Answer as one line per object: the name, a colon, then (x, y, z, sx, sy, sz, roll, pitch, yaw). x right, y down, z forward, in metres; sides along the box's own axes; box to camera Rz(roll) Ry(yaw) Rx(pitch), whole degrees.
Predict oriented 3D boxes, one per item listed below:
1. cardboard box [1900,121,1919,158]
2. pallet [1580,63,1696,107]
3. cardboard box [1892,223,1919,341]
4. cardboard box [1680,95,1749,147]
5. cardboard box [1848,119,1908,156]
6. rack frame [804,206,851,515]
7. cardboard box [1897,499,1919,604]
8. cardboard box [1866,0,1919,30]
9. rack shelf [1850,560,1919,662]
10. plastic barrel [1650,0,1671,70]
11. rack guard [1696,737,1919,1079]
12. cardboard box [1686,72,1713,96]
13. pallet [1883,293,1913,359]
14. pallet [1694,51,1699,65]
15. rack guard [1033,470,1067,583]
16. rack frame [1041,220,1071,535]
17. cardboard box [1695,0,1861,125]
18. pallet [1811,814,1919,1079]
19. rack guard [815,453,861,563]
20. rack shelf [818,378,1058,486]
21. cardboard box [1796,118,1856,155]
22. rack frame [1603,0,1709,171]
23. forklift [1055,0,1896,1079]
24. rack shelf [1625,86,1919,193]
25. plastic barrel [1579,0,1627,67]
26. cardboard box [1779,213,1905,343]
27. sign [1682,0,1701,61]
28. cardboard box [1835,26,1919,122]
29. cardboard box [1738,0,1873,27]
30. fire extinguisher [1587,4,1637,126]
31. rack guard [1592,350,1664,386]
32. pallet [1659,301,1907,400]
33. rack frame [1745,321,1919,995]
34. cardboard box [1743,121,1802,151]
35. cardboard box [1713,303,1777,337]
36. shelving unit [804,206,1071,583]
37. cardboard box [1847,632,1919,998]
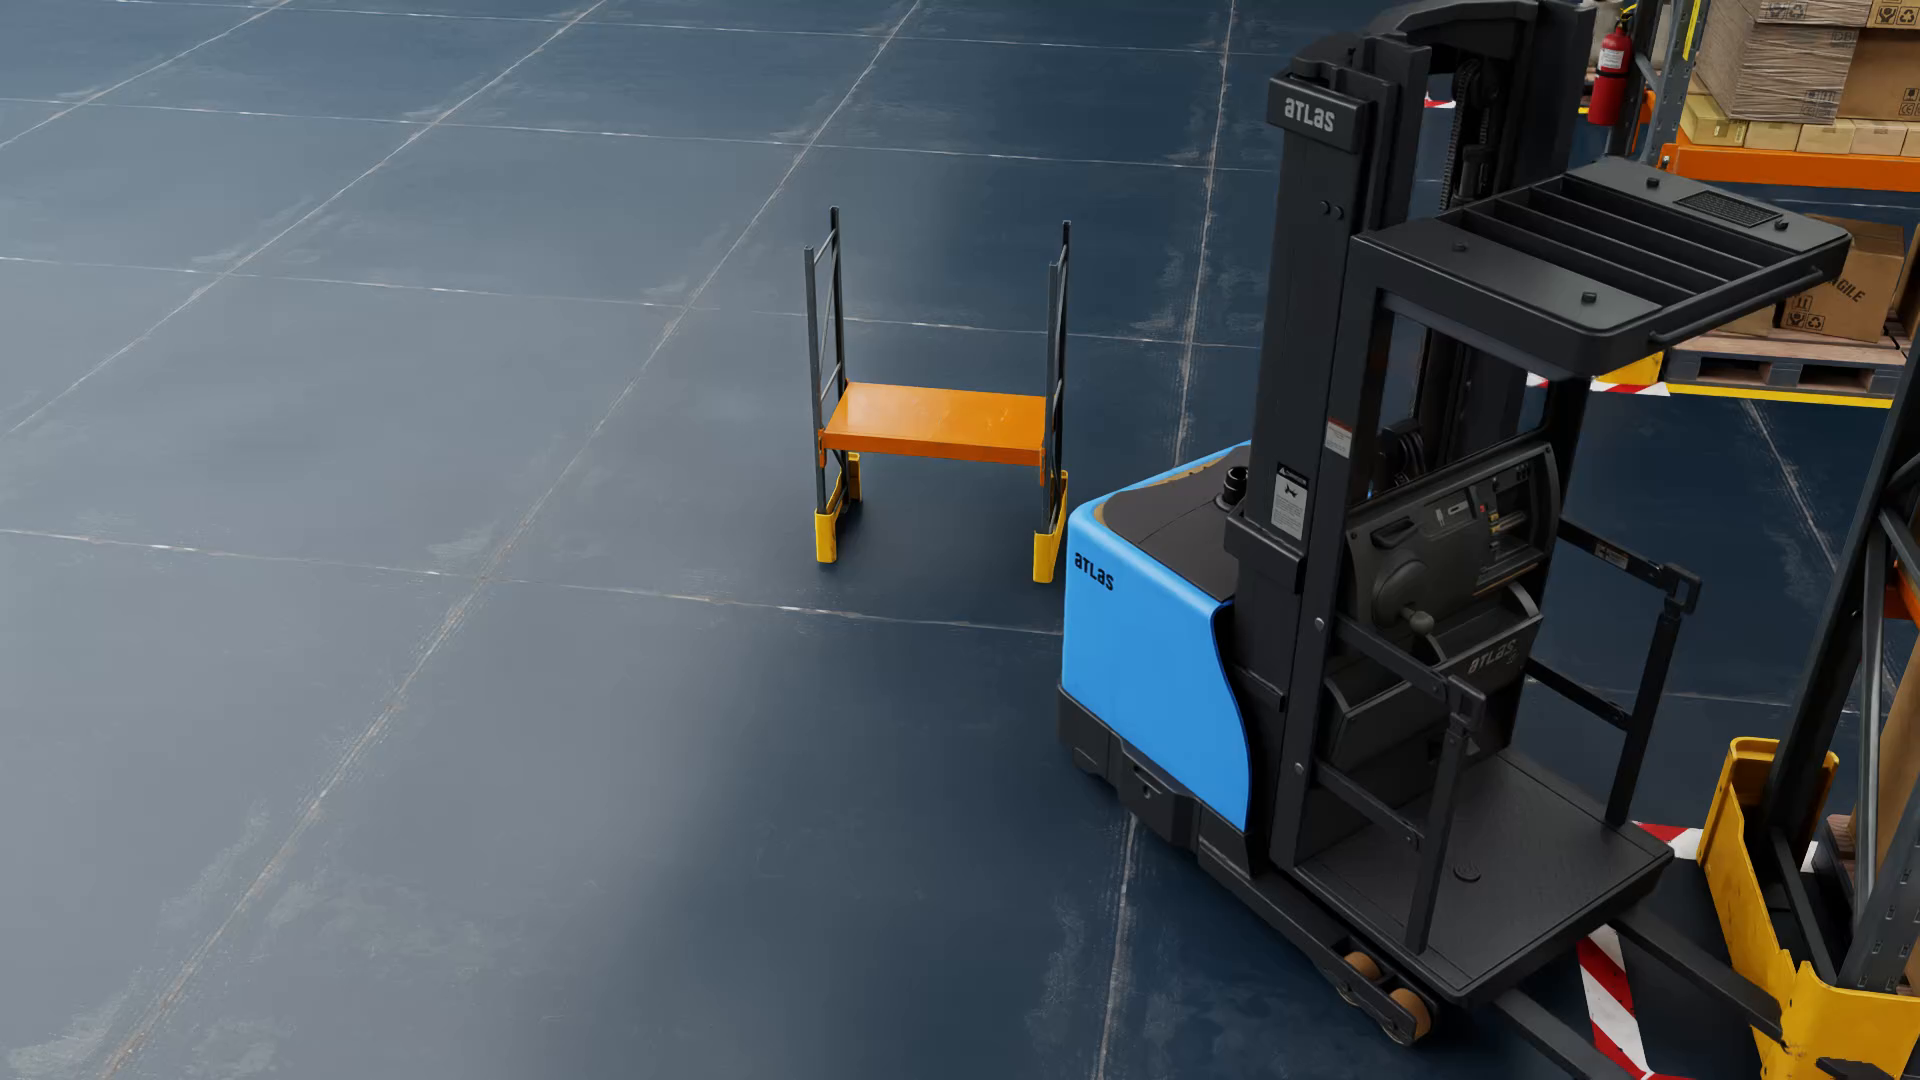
cardboard box: (4.895, -2.080, 8.483, 0.250, 0.149, 0.380, 5, 32, 8)
pallet: (5.388, -3.788, 13.603, 1.213, 0.211, 1.003, 5, 32, 8)
cardboard box: (5.494, -1.390, 9.103, 0.500, 0.500, 0.500, 8, 33, 13)
cardboard box: (3.913, -2.180, 8.643, 0.250, 0.149, 0.380, 5, 32, 8)
cardboard box: (4.650, -2.106, 8.525, 0.250, 0.149, 0.380, 5, 32, 8)
rack frame: (-0.585, -0.689, 7.437, 0.032, 1.500, 0.500, 5, 32, 8)
cardboard box: (3.111, 0.094, 4.631, 0.550, 0.550, 0.875, 5, 32, 8)
cardboard box: (4.660, -2.789, 8.062, 0.500, 0.500, 0.500, 5, 32, 8)
rack shelf: (4.710, 0.632, 4.592, 4.000, 0.370, 1.077, 5, 32, 8)
plastic barrel: (5.661, -4.087, 13.402, 0.421, 0.512, 0.421, 0, 32, 0)
rack guard: (2.714, 1.206, 5.353, 0.348, 0.500, 1.175, 5, 32, 8)
cardboard box: (3.988, -2.413, 9.015, 0.250, 0.149, 0.380, 5, 32, 8)
pallet: (5.741, -1.047, 9.224, 1.213, 0.211, 1.003, 5, 32, 8)
pallet: (6.587, -3.678, 13.427, 1.213, 0.211, 1.003, 5, 32, 8)
rack guard: (0.416, -0.068, 7.624, 0.087, 0.250, 0.587, 5, 32, 8)
rack frame: (0.417, -0.598, 7.292, 0.032, 1.500, 0.500, 5, 32, 8)
cardboard box: (4.210, -2.542, 8.609, 0.500, 0.500, 0.875, 5, 32, 8)
pallet: (3.539, 1.361, 5.377, 1.213, 0.211, 1.003, 5, 32, 8)
rack guard: (-0.566, -0.157, 7.766, 0.087, 0.250, 0.587, 5, 32, 8)
rack shelf: (-0.084, -0.491, 7.460, 1.000, 0.185, 0.538, 5, 32, 8)
cardboard box: (4.400, -2.118, 8.543, 0.250, 0.149, 0.380, 5, 32, 8)
rack frame: (3.672, -2.437, 8.816, 0.127, 3.000, 1.000, 5, 32, 8)
forklift: (1.634, 0.043, 4.919, 1.130, 2.935, 3.031, -21, 38, -30)
rack shelf: (5.644, -1.953, 8.722, 4.000, 0.370, 1.077, 5, 32, 8)
plastic barrel: (5.167, -4.132, 13.473, 0.421, 0.512, 0.421, 0, 32, 0)
cardboard box: (4.880, -1.455, 9.208, 0.500, 0.500, 0.500, 14, 35, 21)
sign: (3.581, -2.520, 8.133, 0.005, 0.325, 0.100, 5, 32, 8)
cardboard box: (4.723, -2.560, 8.638, 0.500, 0.500, 0.875, 5, 32, 8)
cardboard box: (4.168, -2.838, 8.139, 0.500, 0.500, 0.500, 5, 32, 8)
fire extinguisher: (3.637, -2.655, 9.238, 0.183, 0.674, 0.296, 5, 32, 8)
rack guard: (3.747, -1.371, 9.469, 0.348, 0.500, 1.175, 5, 32, 8)
pallet: (4.542, -1.157, 9.400, 1.213, 0.211, 1.003, 5, 32, 8)
rack frame: (2.738, 0.148, 4.686, 0.127, 3.000, 1.000, 5, 32, 8)
cardboard box: (4.156, -2.148, 8.591, 0.250, 0.149, 0.380, 5, 32, 8)
cardboard box: (4.285, -1.491, 9.265, 0.500, 0.500, 0.500, 11, 34, 17)
shelving unit: (-0.075, -0.643, 7.363, 1.083, 1.500, 0.587, 5, 32, 8)
cardboard box: (3.418, 0.897, 5.097, 0.875, 0.875, 0.875, 5, 32, 8)
